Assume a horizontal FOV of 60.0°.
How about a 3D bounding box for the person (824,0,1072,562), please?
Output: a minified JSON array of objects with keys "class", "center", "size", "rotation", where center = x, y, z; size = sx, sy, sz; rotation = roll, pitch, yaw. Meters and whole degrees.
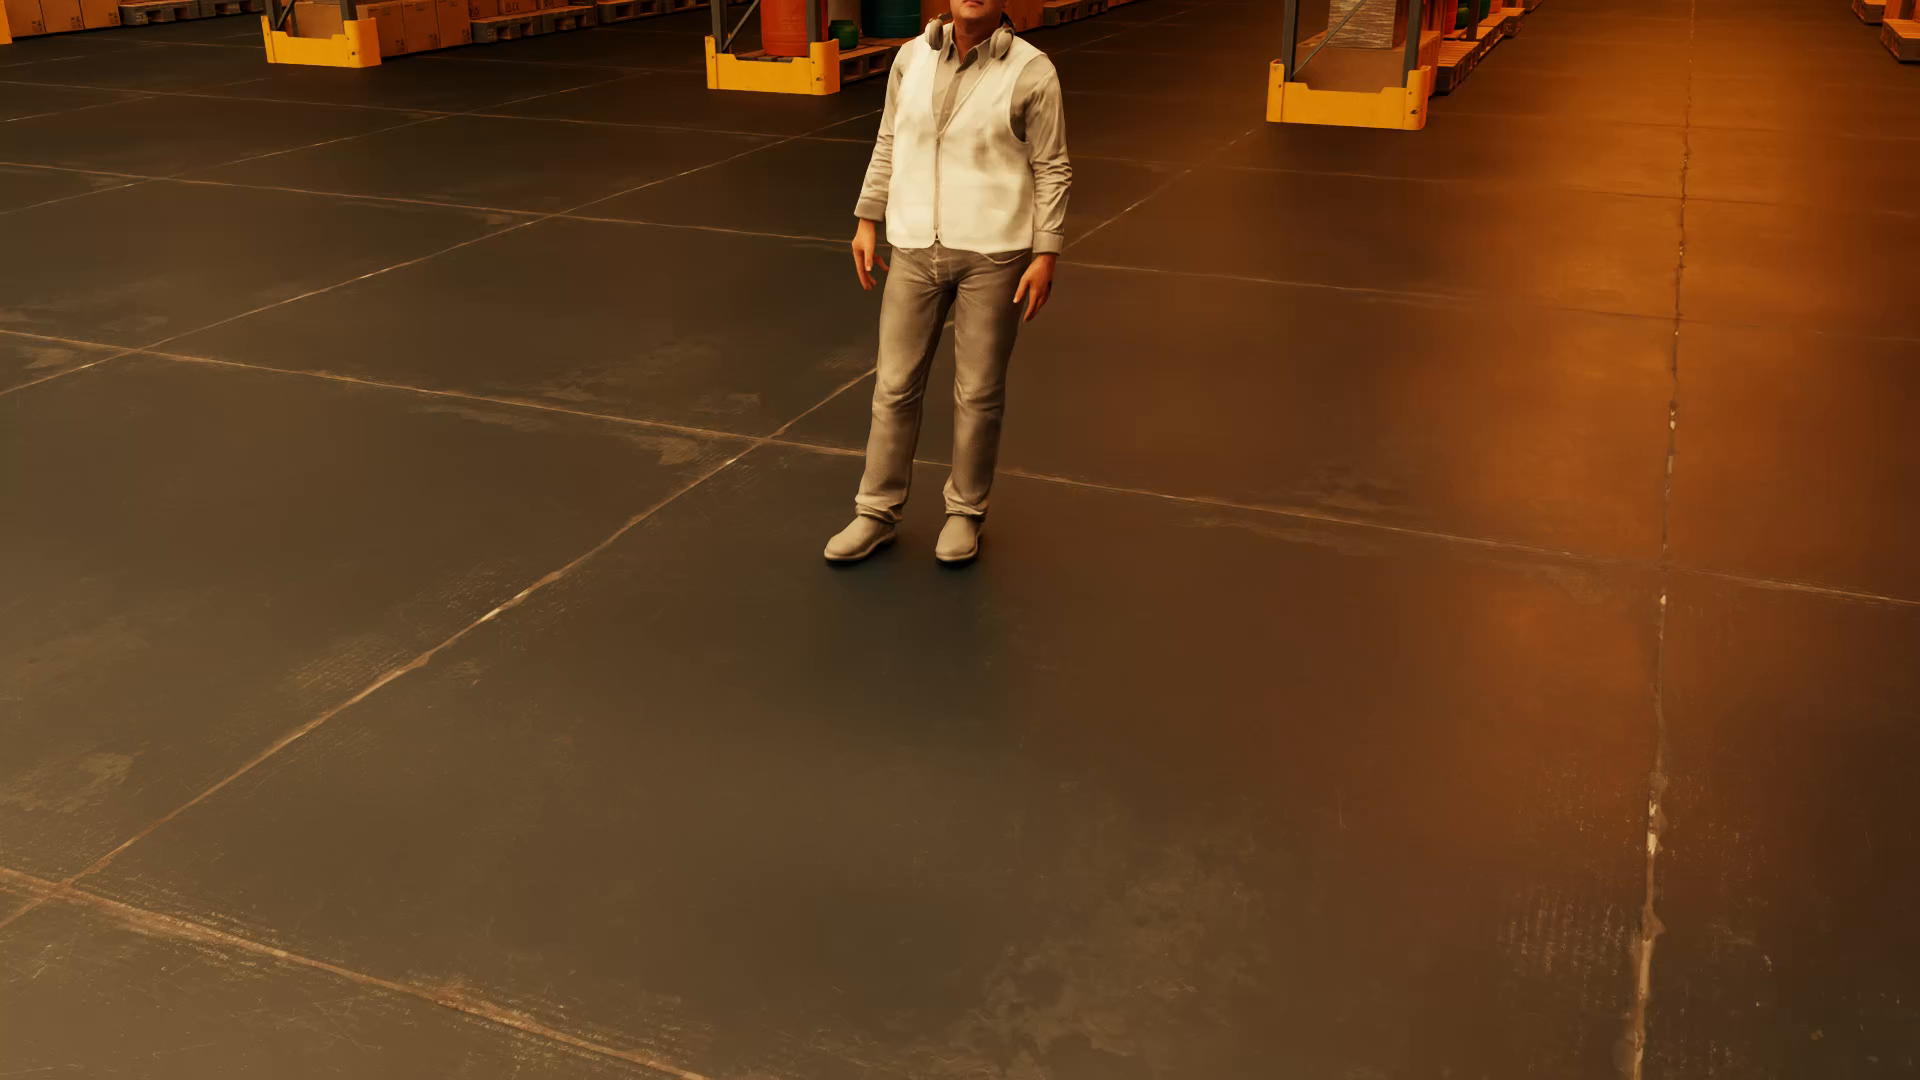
[{"class":"person","center":[-0.031,-0.805,4.698],"size":[0.632,1.773,0.568],"rotation":[9,24,21]}]
